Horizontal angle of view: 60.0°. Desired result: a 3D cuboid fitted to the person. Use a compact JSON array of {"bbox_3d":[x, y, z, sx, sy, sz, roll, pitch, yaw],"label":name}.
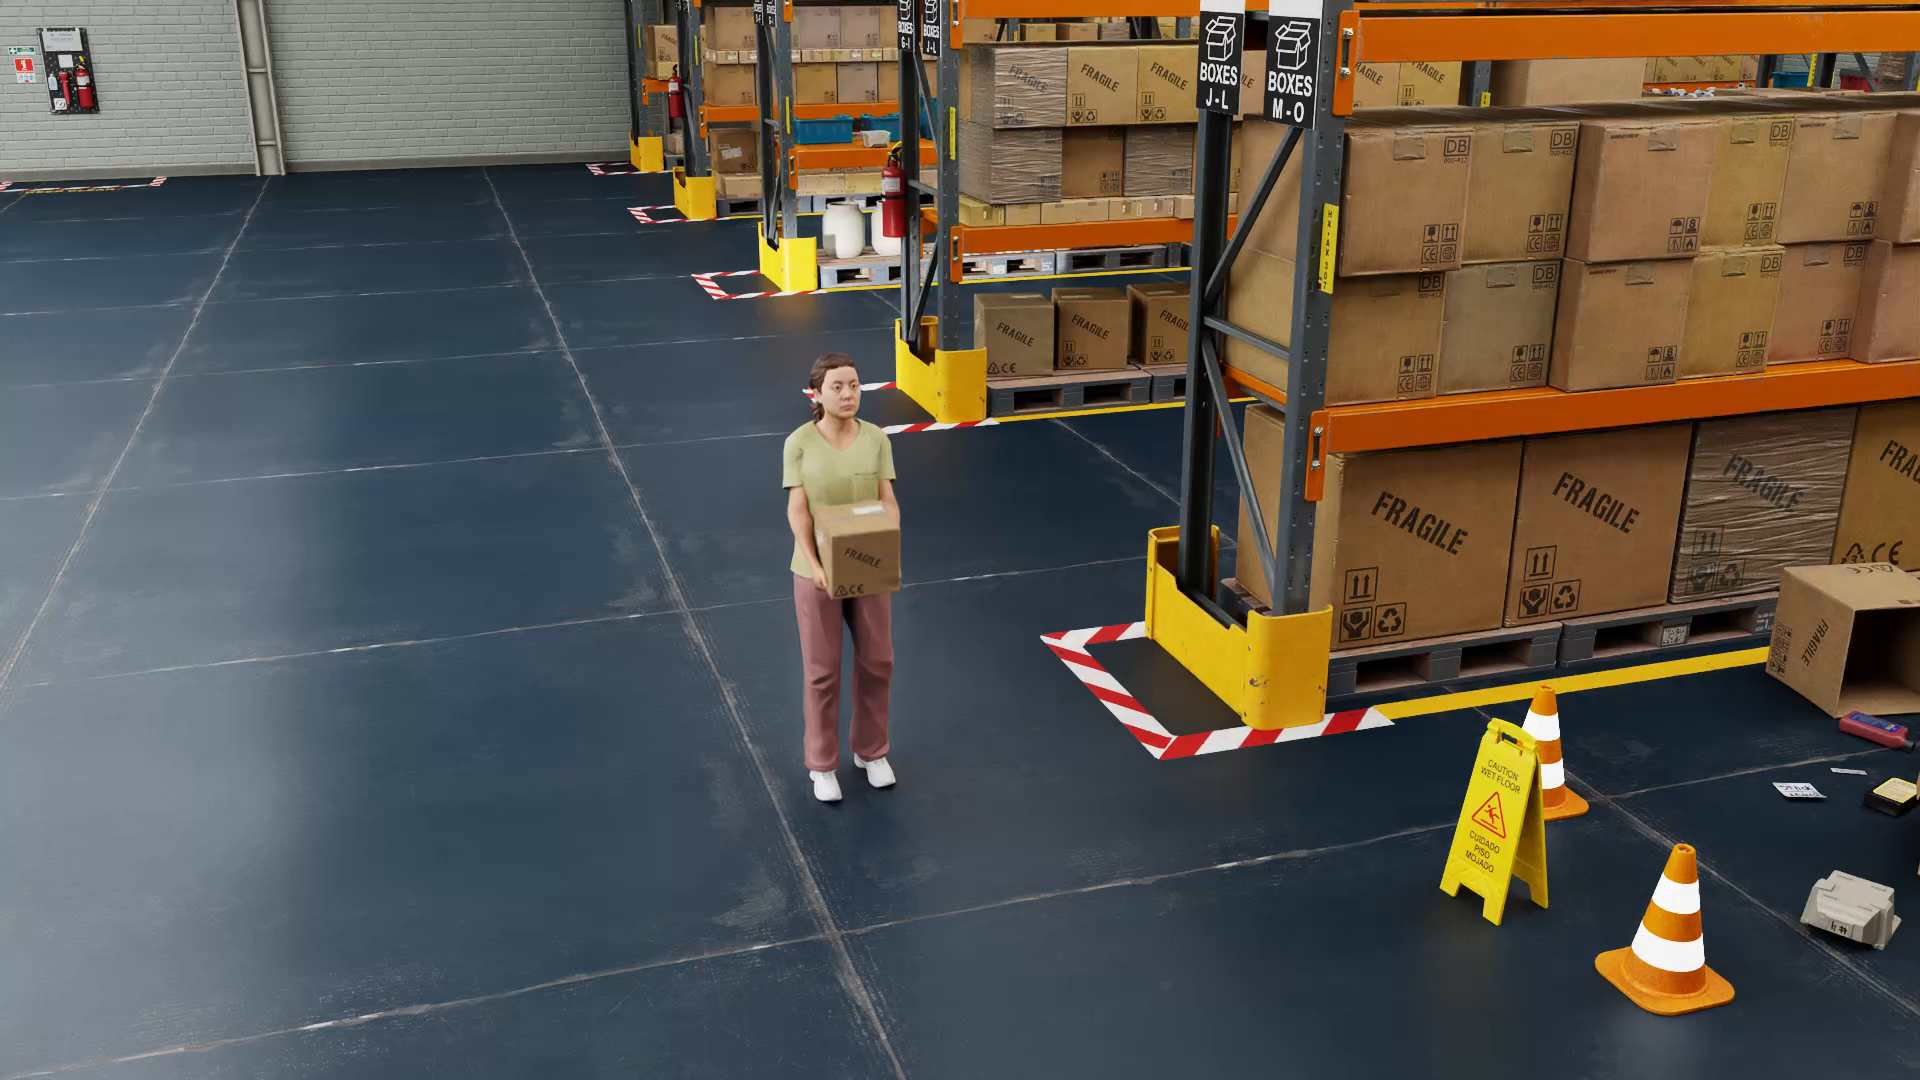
[{"bbox_3d":[-0.420,0.148,6.163,0.428,1.663,0.558,-6,20,-17],"label":"person"}]
